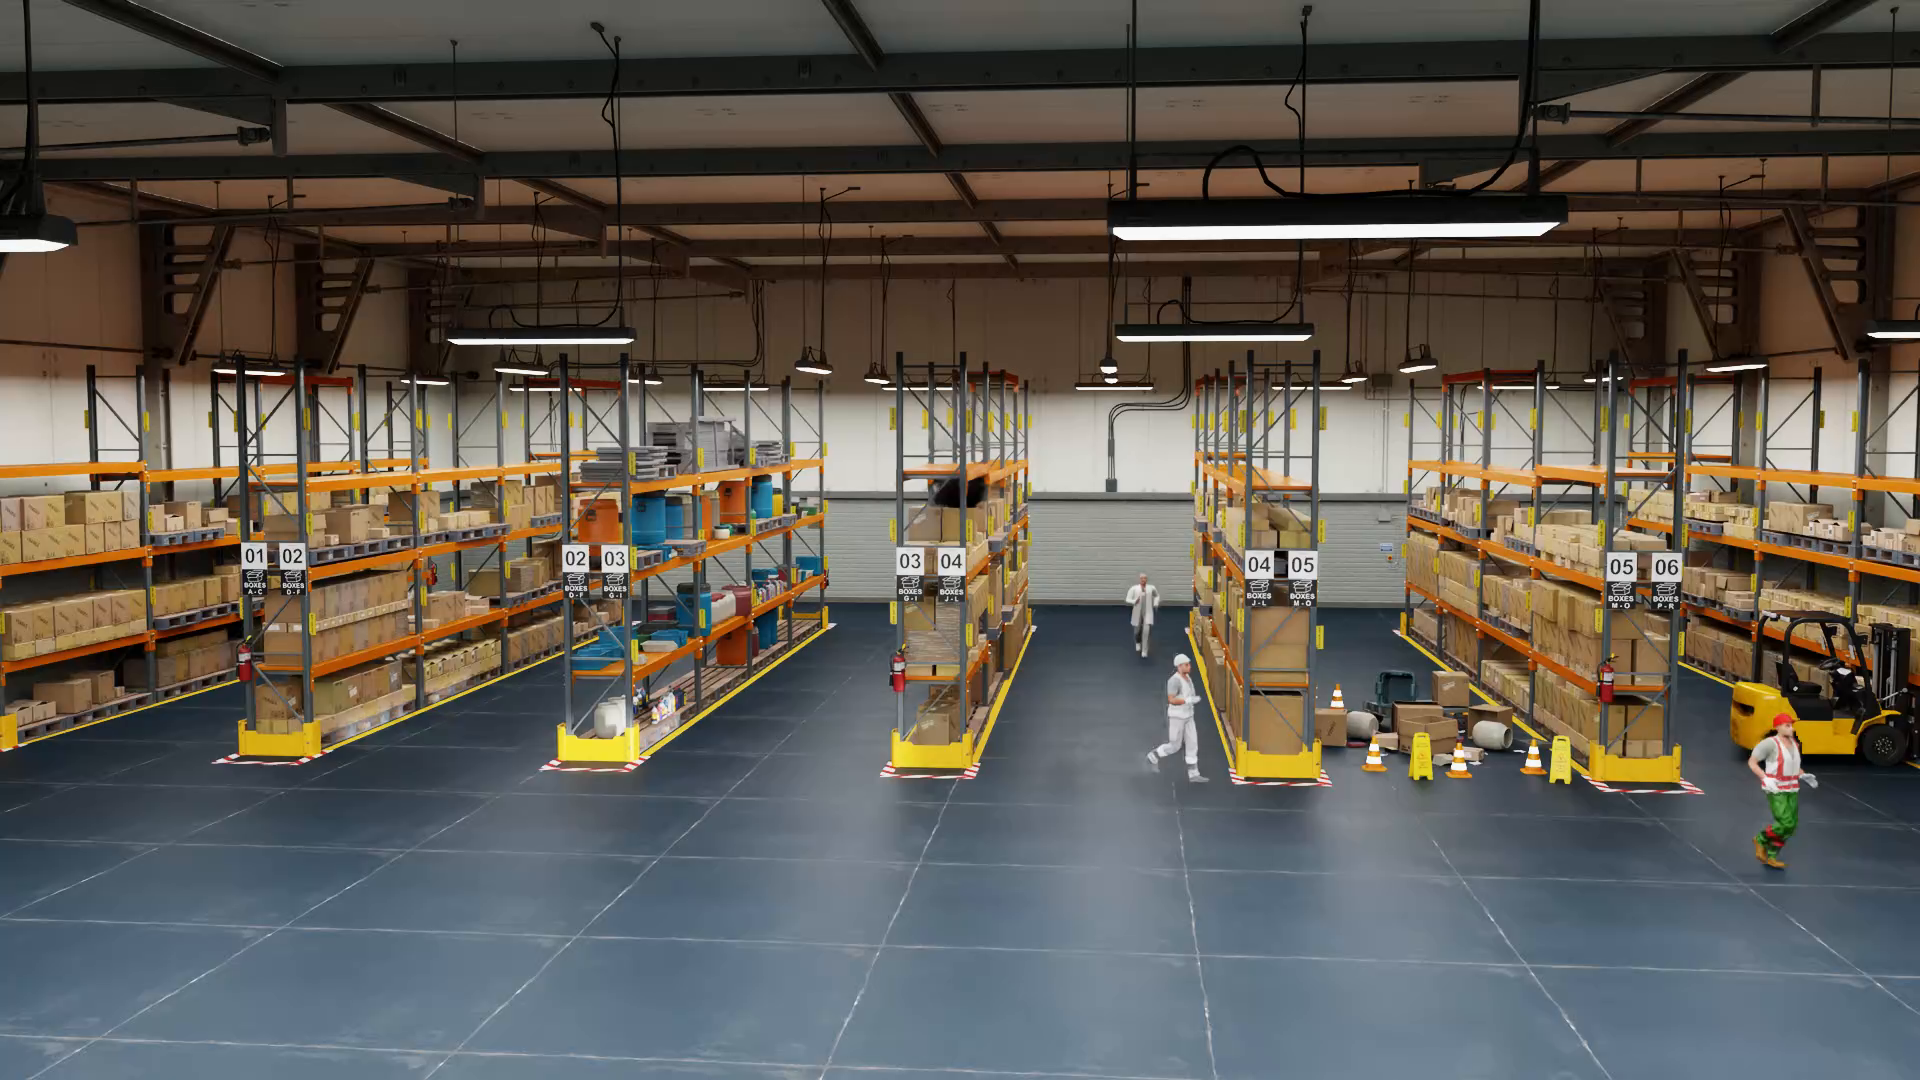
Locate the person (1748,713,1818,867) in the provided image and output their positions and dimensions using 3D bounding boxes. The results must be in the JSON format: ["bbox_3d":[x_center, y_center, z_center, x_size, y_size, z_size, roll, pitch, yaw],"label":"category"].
[{"bbox_3d":[9.196,2.805,18.561,0.633,1.743,0.575,-2,4,-23],"label":"person"}]

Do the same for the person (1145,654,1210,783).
[{"bbox_3d":[3.023,2.459,23.003,0.951,1.774,0.670,3,5,37],"label":"person"}]

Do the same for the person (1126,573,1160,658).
[{"bbox_3d":[3.901,1.586,35.456,0.714,1.755,1.033,0,4,7],"label":"person"}]
